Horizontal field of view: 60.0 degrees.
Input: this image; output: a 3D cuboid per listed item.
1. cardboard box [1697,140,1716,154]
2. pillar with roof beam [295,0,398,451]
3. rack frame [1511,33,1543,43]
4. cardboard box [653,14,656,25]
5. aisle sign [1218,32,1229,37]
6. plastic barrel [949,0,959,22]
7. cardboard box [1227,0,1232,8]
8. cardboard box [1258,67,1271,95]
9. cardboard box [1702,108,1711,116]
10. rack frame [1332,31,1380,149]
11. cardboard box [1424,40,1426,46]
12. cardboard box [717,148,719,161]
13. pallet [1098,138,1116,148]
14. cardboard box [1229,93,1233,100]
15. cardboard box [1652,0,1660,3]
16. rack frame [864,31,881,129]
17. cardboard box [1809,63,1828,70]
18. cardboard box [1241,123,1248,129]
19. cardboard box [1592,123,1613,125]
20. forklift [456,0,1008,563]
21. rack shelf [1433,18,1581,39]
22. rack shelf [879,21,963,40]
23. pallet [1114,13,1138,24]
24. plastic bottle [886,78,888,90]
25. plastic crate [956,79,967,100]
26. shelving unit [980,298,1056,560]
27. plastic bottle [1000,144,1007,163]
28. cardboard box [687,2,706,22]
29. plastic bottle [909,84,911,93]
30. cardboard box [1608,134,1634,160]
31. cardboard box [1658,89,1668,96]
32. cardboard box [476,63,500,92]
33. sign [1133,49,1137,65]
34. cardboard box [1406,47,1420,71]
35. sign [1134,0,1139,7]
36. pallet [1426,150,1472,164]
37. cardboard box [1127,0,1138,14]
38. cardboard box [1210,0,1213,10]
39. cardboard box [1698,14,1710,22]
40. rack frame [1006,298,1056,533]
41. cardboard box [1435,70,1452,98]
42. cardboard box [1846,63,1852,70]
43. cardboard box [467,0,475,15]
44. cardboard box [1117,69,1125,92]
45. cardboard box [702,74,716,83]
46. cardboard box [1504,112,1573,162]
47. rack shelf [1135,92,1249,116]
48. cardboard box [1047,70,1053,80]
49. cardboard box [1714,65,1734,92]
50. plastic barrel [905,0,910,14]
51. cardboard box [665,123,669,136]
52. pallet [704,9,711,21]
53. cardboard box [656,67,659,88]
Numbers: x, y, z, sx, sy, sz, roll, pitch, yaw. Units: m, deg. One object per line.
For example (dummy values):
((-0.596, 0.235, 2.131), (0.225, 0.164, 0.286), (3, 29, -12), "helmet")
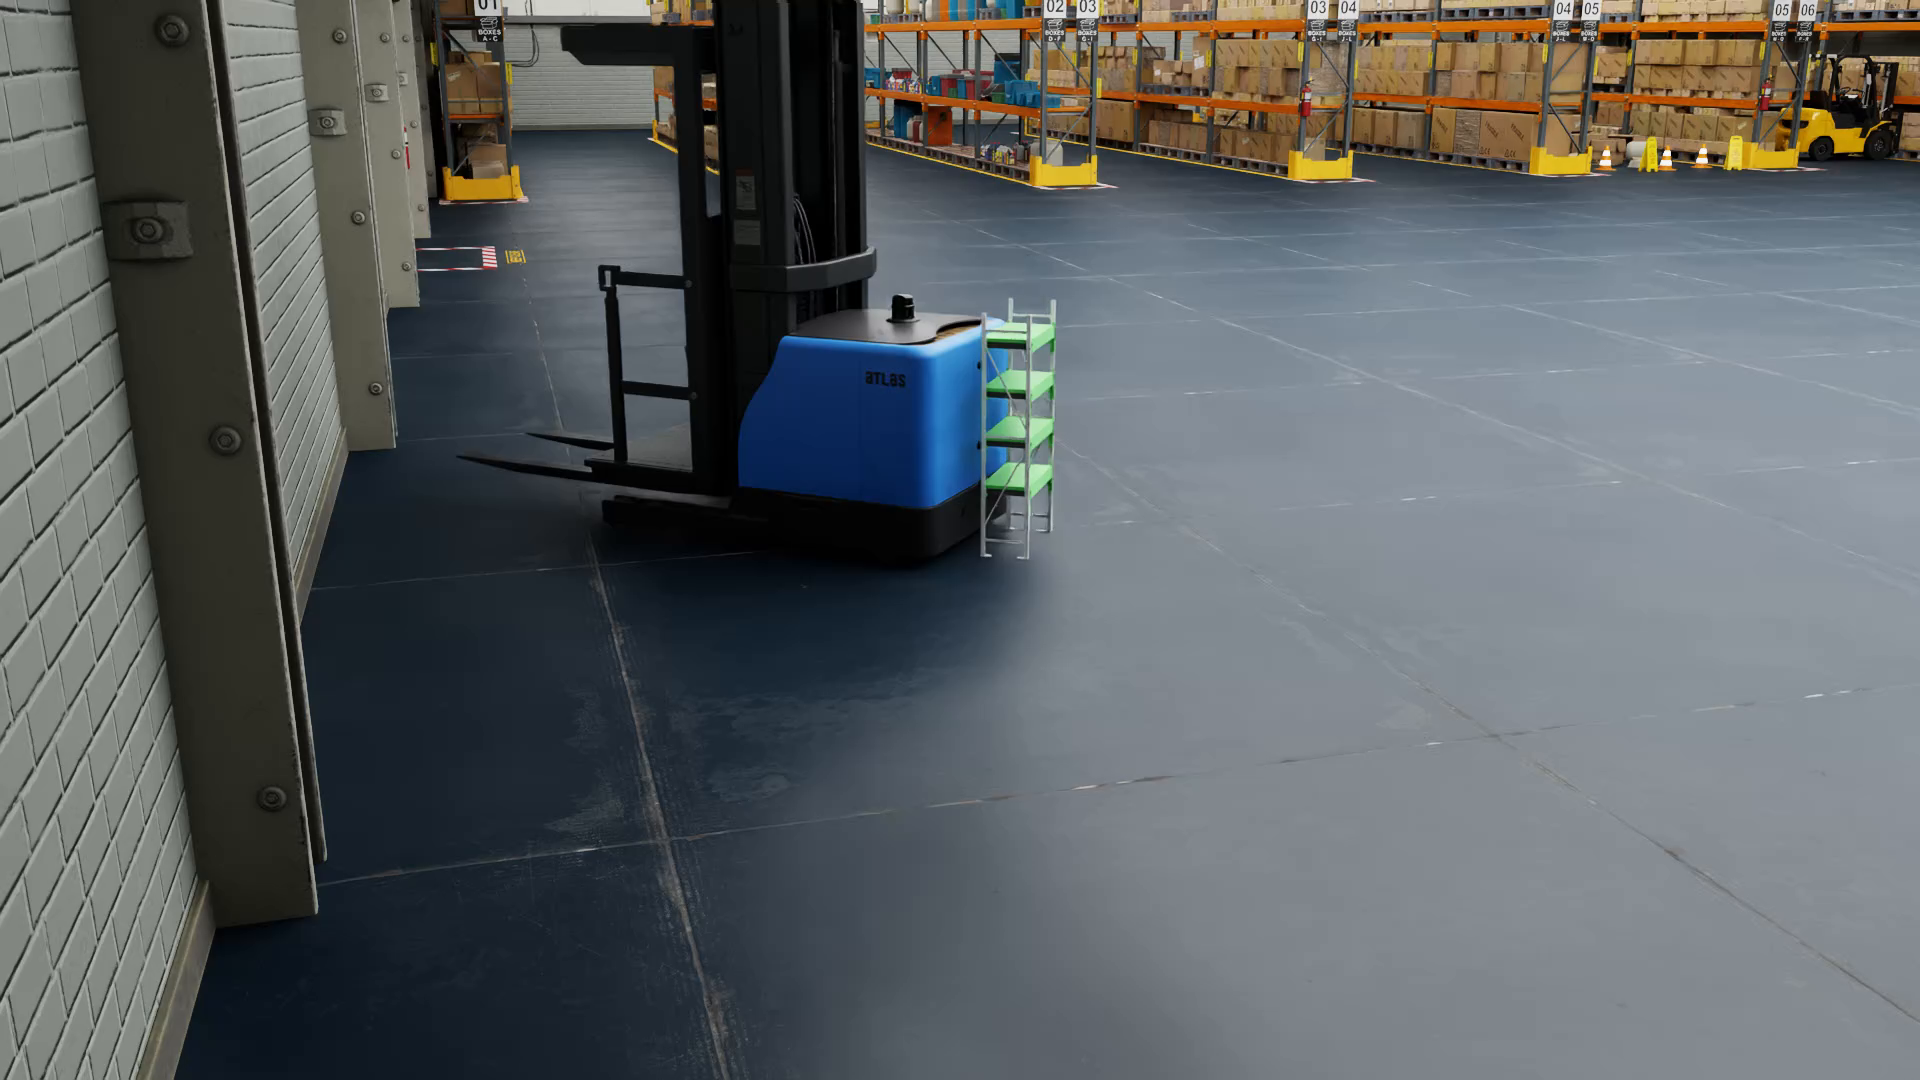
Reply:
((15.558, -8.093, 34.230), (0.500, 0.250, 0.500), (-5, 17, -15), "cardboard box")
((0.419, -5.264, 10.335), (9.100, 9.000, 0.400), (-5, 17, -15), "pillar with roof beam")
((16.548, -13.682, 48.786), (1.000, 3.000, 0.127), (-5, 17, -15), "rack frame")
((-7.256, -12.786, 40.850), (0.500, 0.250, 0.500), (-5, 17, -15), "cardboard box")
((7.313, -14.158, 45.852), (0.394, 0.787, 0.004), (-5, 17, -15), "aisle sign")
((0.076, -10.956, 33.626), (0.600, 0.901, 0.708), (-5, 17, -15), "plastic barrel")
((5.478, -10.559, 32.742), (0.380, 0.149, 0.250), (-6, 18, -18), "cardboard box")
((6.172, -8.694, 31.491), (0.875, 0.500, 0.500), (-5, 17, -15), "cardboard box")
((15.471, -8.784, 34.098), (0.380, 0.149, 0.250), (-4, 17, -14), "cardboard box")
((9.243, -10.656, 38.713), (1.000, 3.000, 0.127), (-5, 17, -15), "rack frame")
((12.517, -13.161, 44.012), (0.380, 0.149, 0.250), (-4, 17, -14), "cardboard box")
((-4.373, -7.379, 31.854), (0.500, 0.250, 0.500), (-5, 17, -16), "cardboard box")
((3.971, -9.517, 39.769), (1.003, 0.211, 1.213), (-5, 17, -15), "pallet")
((5.545, -8.776, 32.892), (0.380, 0.149, 0.250), (-5, 17, -15), "cardboard box")
((14.946, -11.485, 35.308), (0.380, 0.149, 0.250), (-4, 17, -14), "cardboard box")
((-2.514, -12.113, 43.564), (1.000, 3.000, 0.127), (-5, 17, -15), "rack frame")
((19.538, -10.798, 37.884), (0.380, 0.149, 0.250), (-4, 17, -13), "cardboard box")
((7.583, -10.826, 43.505), (0.380, 0.149, 0.250), (-5, 18, -17), "cardboard box")
((14.534, -9.447, 38.527), (0.950, 0.372, 0.625), (-4, 17, -13), "cardboard box")
((-1.293, -1.562, 8.559), (3.031, 2.935, 1.130), (8, 18, 24), "forklift")
((10.892, -10.089, 32.860), (1.077, 0.370, 4.000), (-5, 17, -15), "rack shelf")
((-0.865, -11.546, 37.711), (1.077, 0.370, 4.000), (-5, 17, -15), "rack shelf")
((4.219, -11.812, 37.675), (1.213, 0.211, 1.003), (-4, 17, -13), "pallet")
((-1.724, -10.816, 39.447), (0.061, 0.283, 0.133), (-5, 17, -15), "plastic bottle")
((0.181, -9.067, 33.450), (0.392, 0.384, 0.575), (-5, 17, -15), "plastic crate")
((0.288, -0.556, 8.217), (0.258, 1.200, 0.503), (5, 17, 16), "shelving unit")
((0.826, -7.259, 31.243), (0.144, 0.351, 0.185), (-4, 17, -13), "plastic bottle")
((-5.232, -11.112, 34.844), (0.910, 0.500, 0.500), (-5, 17, -15), "cardboard box")
((-1.102, -10.169, 37.437), (0.097, 0.201, 0.097), (0, 17, 0), "plastic bottle")
((14.060, -8.369, 35.440), (0.500, 0.500, 0.500), (7, 18, 23), "cardboard box")
((15.108, -9.528, 35.395), (0.380, 0.149, 0.250), (-4, 17, -14), "cardboard box")
((-7.900, -7.780, 28.060), (0.500, 0.500, 0.500), (-4, 17, -14), "cardboard box")
((3.914, -10.802, 37.185), (0.100, 0.325, 0.005), (-5, 17, -15), "sign")
((10.057, -10.355, 35.800), (0.700, 0.500, 0.500), (-5, 17, -16), "cardboard box")
((3.911, -11.972, 36.845), (0.100, 0.325, 0.005), (-5, 17, -15), "sign")
((10.476, -7.998, 34.710), (1.003, 0.211, 1.213), (-5, 17, -15), "pallet")
((4.210, -12.142, 37.537), (0.797, 0.503, 0.637), (-4, 17, -12), "cardboard box")
((5.512, -11.011, 33.770), (0.797, 0.503, 0.637), (-6, 18, -18), "cardboard box")
((15.342, -10.677, 34.005), (0.380, 0.149, 0.250), (-5, 17, -16), "cardboard box")
((0.357, -0.623, 8.441), (0.240, 1.200, 0.015), (5, 17, 16), "rack frame")
((10.455, -9.520, 34.672), (0.875, 0.550, 0.550), (-5, 17, -15), "cardboard box")
((19.852, -10.471, 36.795), (0.380, 0.149, 0.250), (-5, 17, -15), "cardboard box")
((-7.494, -8.511, 26.148), (0.500, 0.500, 0.500), (-4, 17, -14), "cardboard box")
((3.941, -10.595, 38.336), (0.500, 0.500, 0.500), (-5, 17, -16), "cardboard box")
((-5.361, -9.924, 35.372), (0.700, 0.500, 0.500), (-12, 20, -34), "cardboard box")
((11.192, -7.809, 32.199), (0.875, 0.875, 0.875), (-5, 17, -15), "cardboard box")
((4.996, -9.394, 35.763), (1.077, 0.370, 4.000), (-5, 17, -15), "rack shelf")
((2.553, -11.995, 42.914), (0.500, 0.250, 0.500), (-5, 17, -16), "cardboard box")
((15.626, -9.320, 33.575), (0.500, 0.500, 0.500), (-5, 17, -15), "cardboard box")
((-0.969, -12.498, 38.575), (0.600, 0.588, 0.600), (0, 17, 0), "plastic barrel")
((-6.814, -9.882, 40.045), (0.500, 0.311, 0.500), (-5, 17, -15), "cardboard box")
((-4.497, -10.366, 32.862), (1.003, 0.211, 1.213), (-4, 17, -13), "pallet")
((-7.263, -11.485, 41.298), (0.500, 0.500, 0.500), (-5, 17, -16), "cardboard box")
